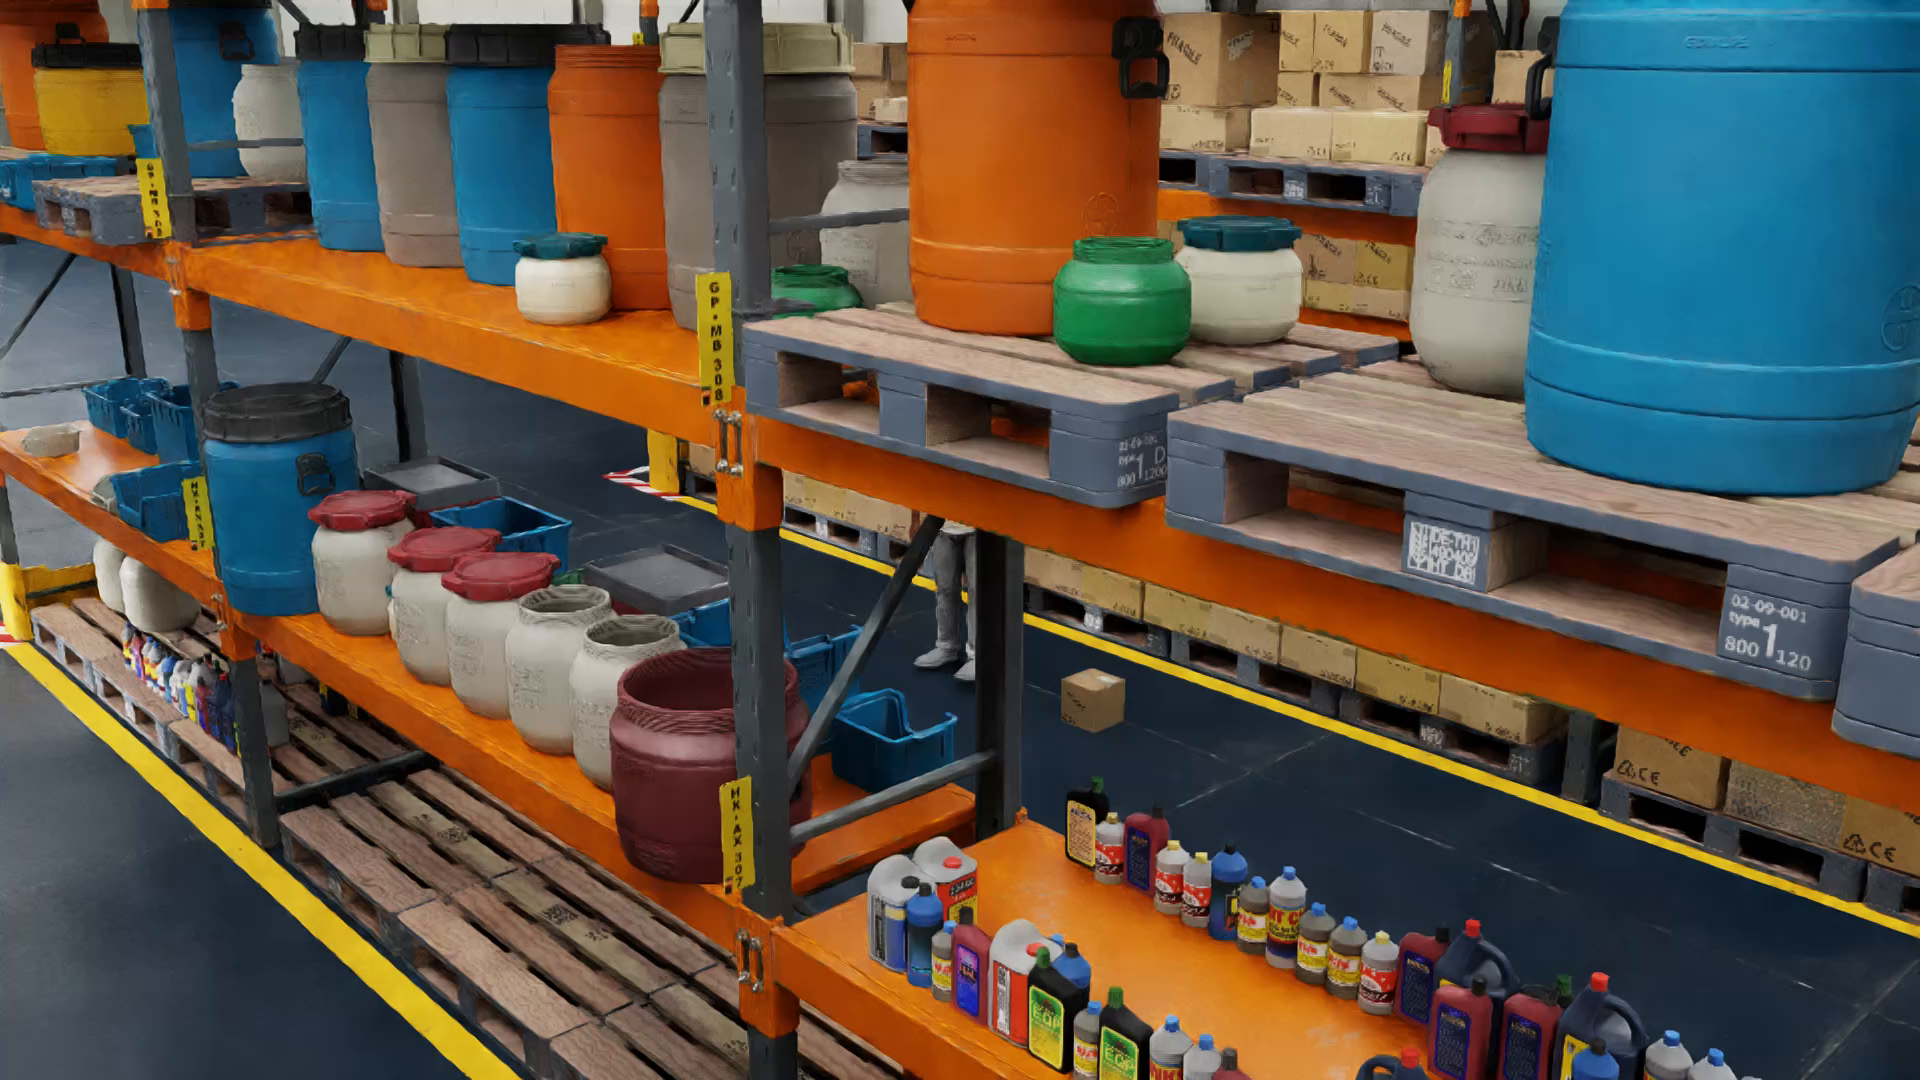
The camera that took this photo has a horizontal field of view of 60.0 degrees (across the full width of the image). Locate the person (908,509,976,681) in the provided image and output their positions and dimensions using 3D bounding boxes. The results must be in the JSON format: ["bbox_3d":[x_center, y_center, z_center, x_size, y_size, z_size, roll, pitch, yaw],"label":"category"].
[{"bbox_3d":[-0.043,-0.061,9.621,0.650,1.768,0.521,7,18,21],"label":"person"}]
